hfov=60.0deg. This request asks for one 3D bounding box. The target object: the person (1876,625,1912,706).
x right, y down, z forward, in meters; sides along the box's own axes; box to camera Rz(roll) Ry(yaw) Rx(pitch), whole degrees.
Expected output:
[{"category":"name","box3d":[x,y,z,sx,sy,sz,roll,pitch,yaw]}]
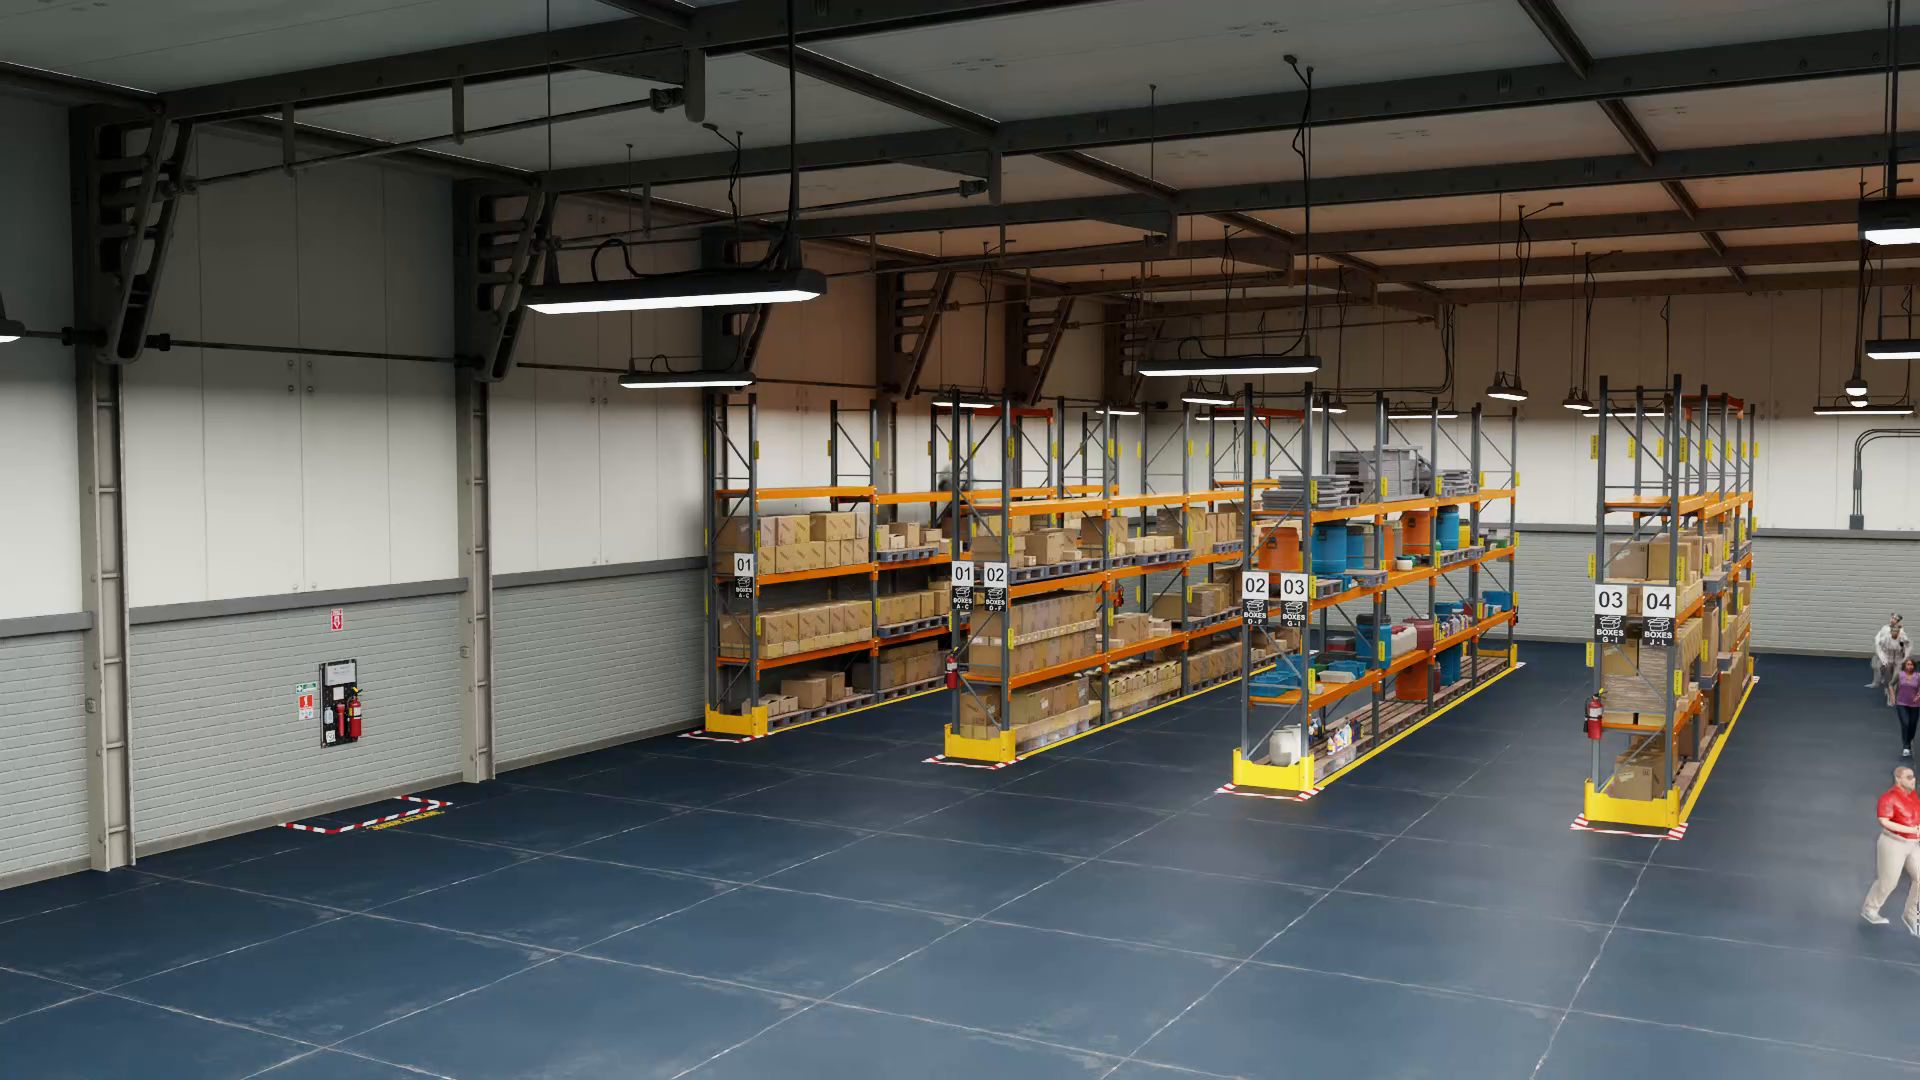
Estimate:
[{"category":"person","box3d":[18.446,2.450,32.881,0.630,1.645,0.902,1,3,20]}]

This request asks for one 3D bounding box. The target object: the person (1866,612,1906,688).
[{"category":"person","box3d":[19.374,2.311,34.769,0.581,1.607,0.677,-1,3,-16]}]

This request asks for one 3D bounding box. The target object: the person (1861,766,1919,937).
[{"category":"person","box3d":[9.751,3.237,17.210,0.685,1.816,0.765,-1,3,-22]}]

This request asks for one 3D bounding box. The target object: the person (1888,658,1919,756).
[{"category":"person","box3d":[15.591,2.728,27.371,0.558,1.586,0.750,1,3,25]}]
